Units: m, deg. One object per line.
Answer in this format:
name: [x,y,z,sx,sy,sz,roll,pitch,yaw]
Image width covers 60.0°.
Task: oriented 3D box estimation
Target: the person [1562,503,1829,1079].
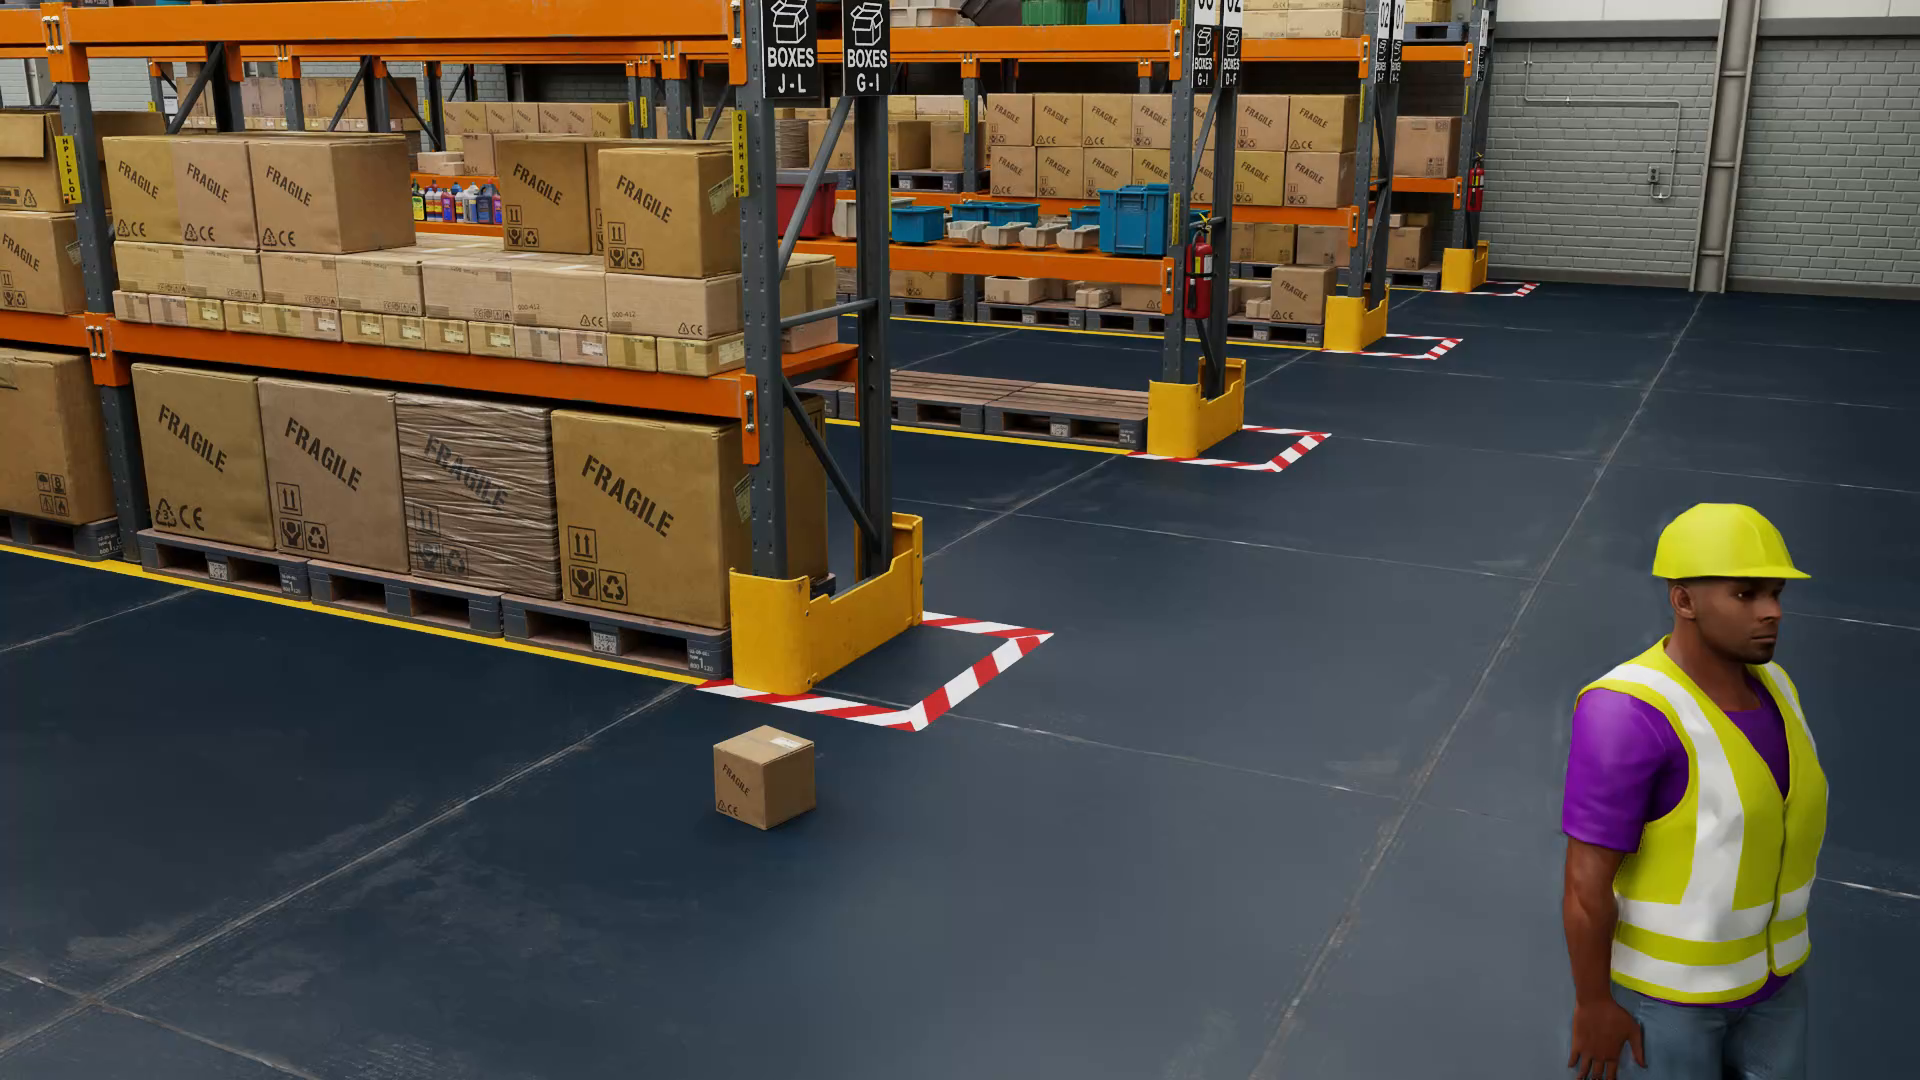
person: [1.348,0.785,3.146,0.589,1.748,0.738,-9,18,-30]
